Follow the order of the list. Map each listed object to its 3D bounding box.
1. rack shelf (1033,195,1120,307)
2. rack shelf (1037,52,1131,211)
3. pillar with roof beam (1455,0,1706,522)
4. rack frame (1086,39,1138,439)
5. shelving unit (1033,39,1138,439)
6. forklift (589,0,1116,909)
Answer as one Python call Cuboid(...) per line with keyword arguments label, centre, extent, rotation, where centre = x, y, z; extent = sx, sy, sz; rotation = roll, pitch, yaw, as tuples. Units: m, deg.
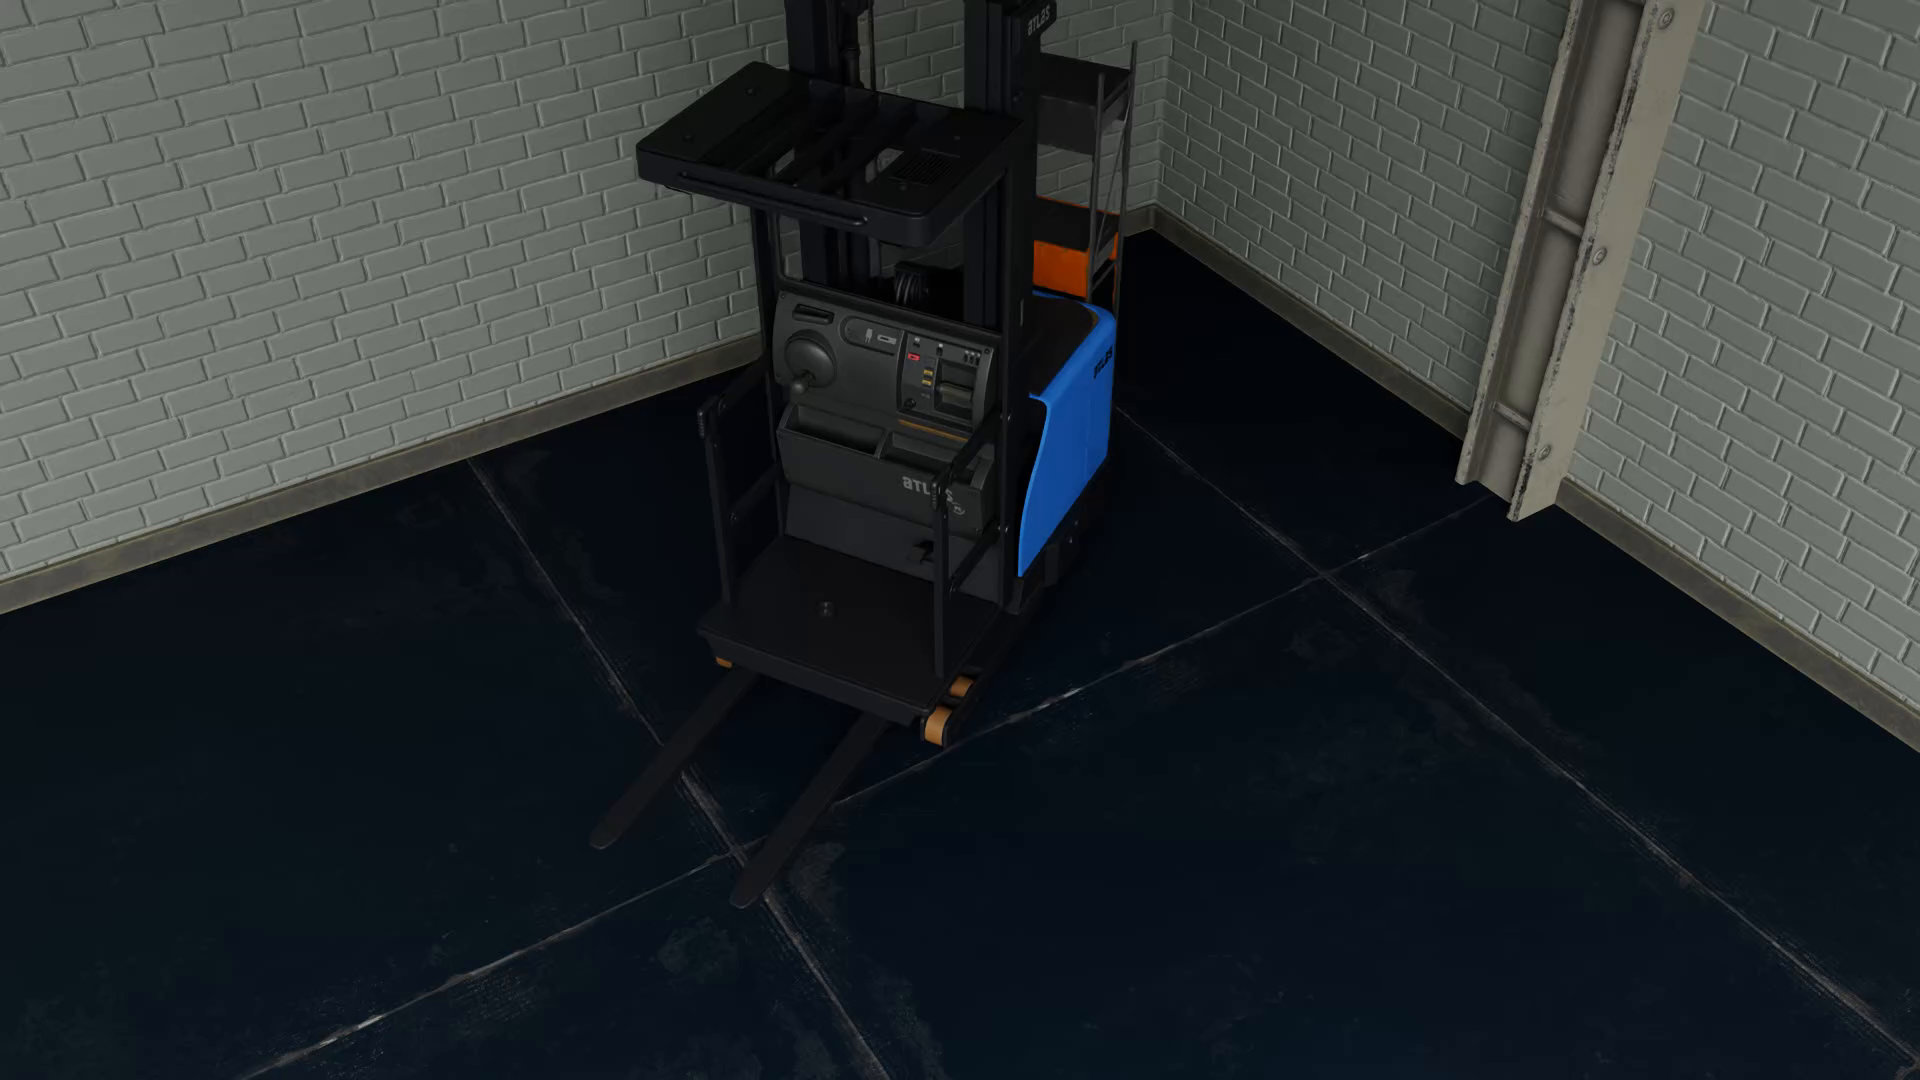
Cuboid(label="rack shelf", centre=(0.445, -1.272, 7.718), extent=(0.480, 0.518, 0.431), rotation=(18, 43, 20))
Cuboid(label="rack shelf", centre=(0.445, -1.810, 7.270), extent=(0.480, 0.518, 0.431), rotation=(18, 43, 20))
Cuboid(label="pillar with roof beam", centre=(-0.968, -2.220, 3.445), extent=(9.100, 9.000, 0.400), rotation=(-22, 45, -24))
Cuboid(label="rack frame", centre=(0.663, -1.214, 7.627), extent=(0.015, 2.100, 0.400), rotation=(18, 43, 20))
Cuboid(label="shelving unit", centre=(0.445, -1.283, 7.710), extent=(0.503, 2.100, 0.431), rotation=(18, 43, 20))
Cuboid(label="forklift", centre=(-0.397, -0.611, 6.254), extent=(1.130, 2.935, 3.031), rotation=(18, 43, 20))
